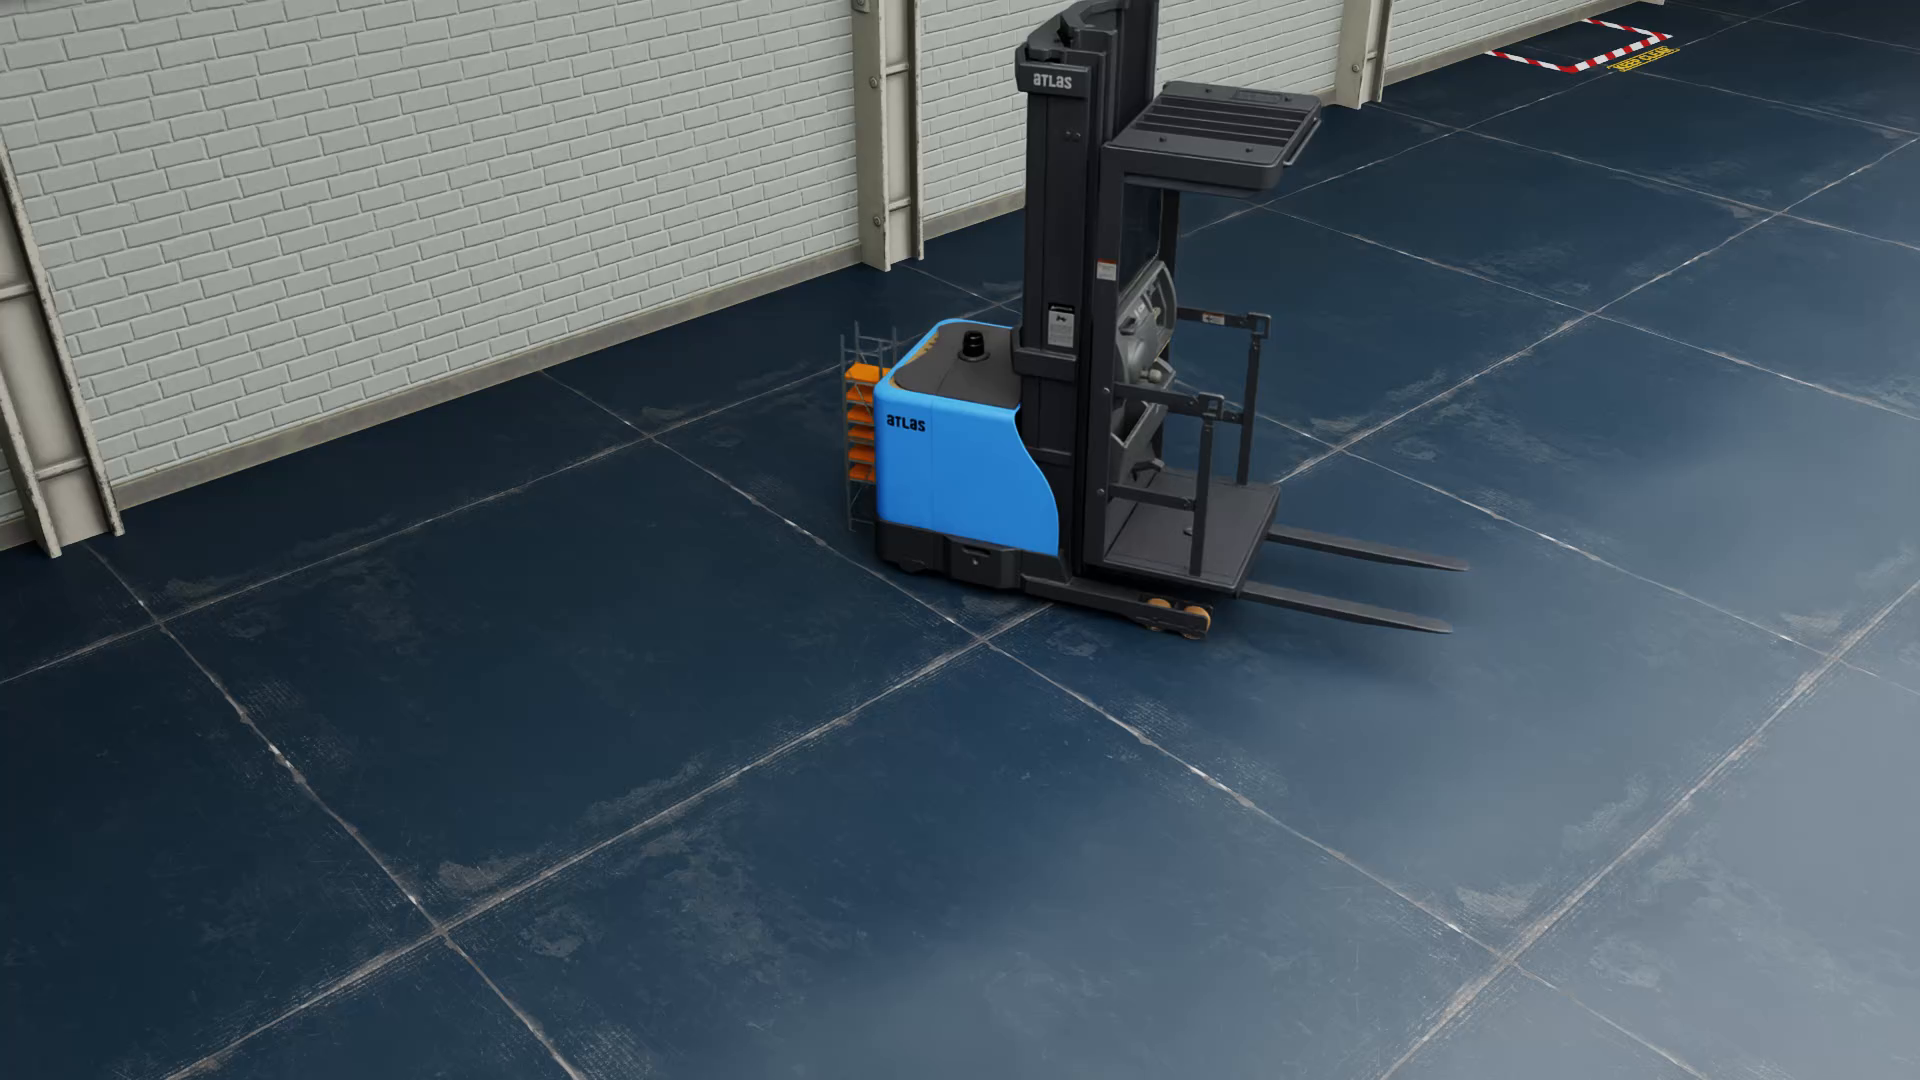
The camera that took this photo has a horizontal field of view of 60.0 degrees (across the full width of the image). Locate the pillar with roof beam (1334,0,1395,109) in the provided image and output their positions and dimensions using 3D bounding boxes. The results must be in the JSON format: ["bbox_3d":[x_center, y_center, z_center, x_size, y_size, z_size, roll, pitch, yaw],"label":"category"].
[{"bbox_3d":[6.803,-6.476,11.215,0.400,9.000,9.100,-26,40,-35],"label":"pillar with roof beam"}]

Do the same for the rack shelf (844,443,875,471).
[{"bbox_3d":[-0.482,-0.445,9.143,0.258,0.103,0.180,12,33,18],"label":"rack shelf"}]

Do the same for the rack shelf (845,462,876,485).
[{"bbox_3d":[-0.482,-0.343,9.206,0.258,0.103,0.180,12,33,18],"label":"rack shelf"}]

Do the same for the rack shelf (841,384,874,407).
[{"bbox_3d":[-0.482,-0.753,8.956,0.258,0.103,0.180,12,33,18],"label":"rack shelf"}]

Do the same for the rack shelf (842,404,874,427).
[{"bbox_3d":[-0.482,-0.650,9.018,0.258,0.103,0.180,12,33,18],"label":"rack shelf"}]

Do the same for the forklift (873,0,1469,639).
[{"bbox_3d":[1.108,-1.063,8.178,3.031,2.935,1.130,12,33,18],"label":"forklift"}]

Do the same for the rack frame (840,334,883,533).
[{"bbox_3d":[-0.516,-0.541,8.985,0.240,1.200,0.006,12,33,18],"label":"rack frame"}]

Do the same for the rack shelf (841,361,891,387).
[{"bbox_3d":[-0.483,-0.855,8.893,0.258,0.103,0.180,12,33,18],"label":"rack shelf"}]

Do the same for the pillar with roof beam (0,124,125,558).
[{"bbox_3d":[-1.996,-2.220,4.254,0.400,9.000,9.100,-26,40,-35],"label":"pillar with roof beam"}]

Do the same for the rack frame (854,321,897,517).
[{"bbox_3d":[-0.448,-0.630,9.130,0.240,1.200,0.006,12,33,18],"label":"rack frame"}]

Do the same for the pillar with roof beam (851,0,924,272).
[{"bbox_3d":[2.403,-4.348,7.734,0.400,9.000,9.100,-26,40,-35],"label":"pillar with roof beam"}]

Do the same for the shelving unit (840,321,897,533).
[{"bbox_3d":[-0.482,-0.586,9.057,0.258,1.200,0.189,12,33,18],"label":"shelving unit"}]

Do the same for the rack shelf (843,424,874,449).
[{"bbox_3d":[-0.482,-0.548,9.081,0.258,0.103,0.180,12,33,18],"label":"rack shelf"}]
